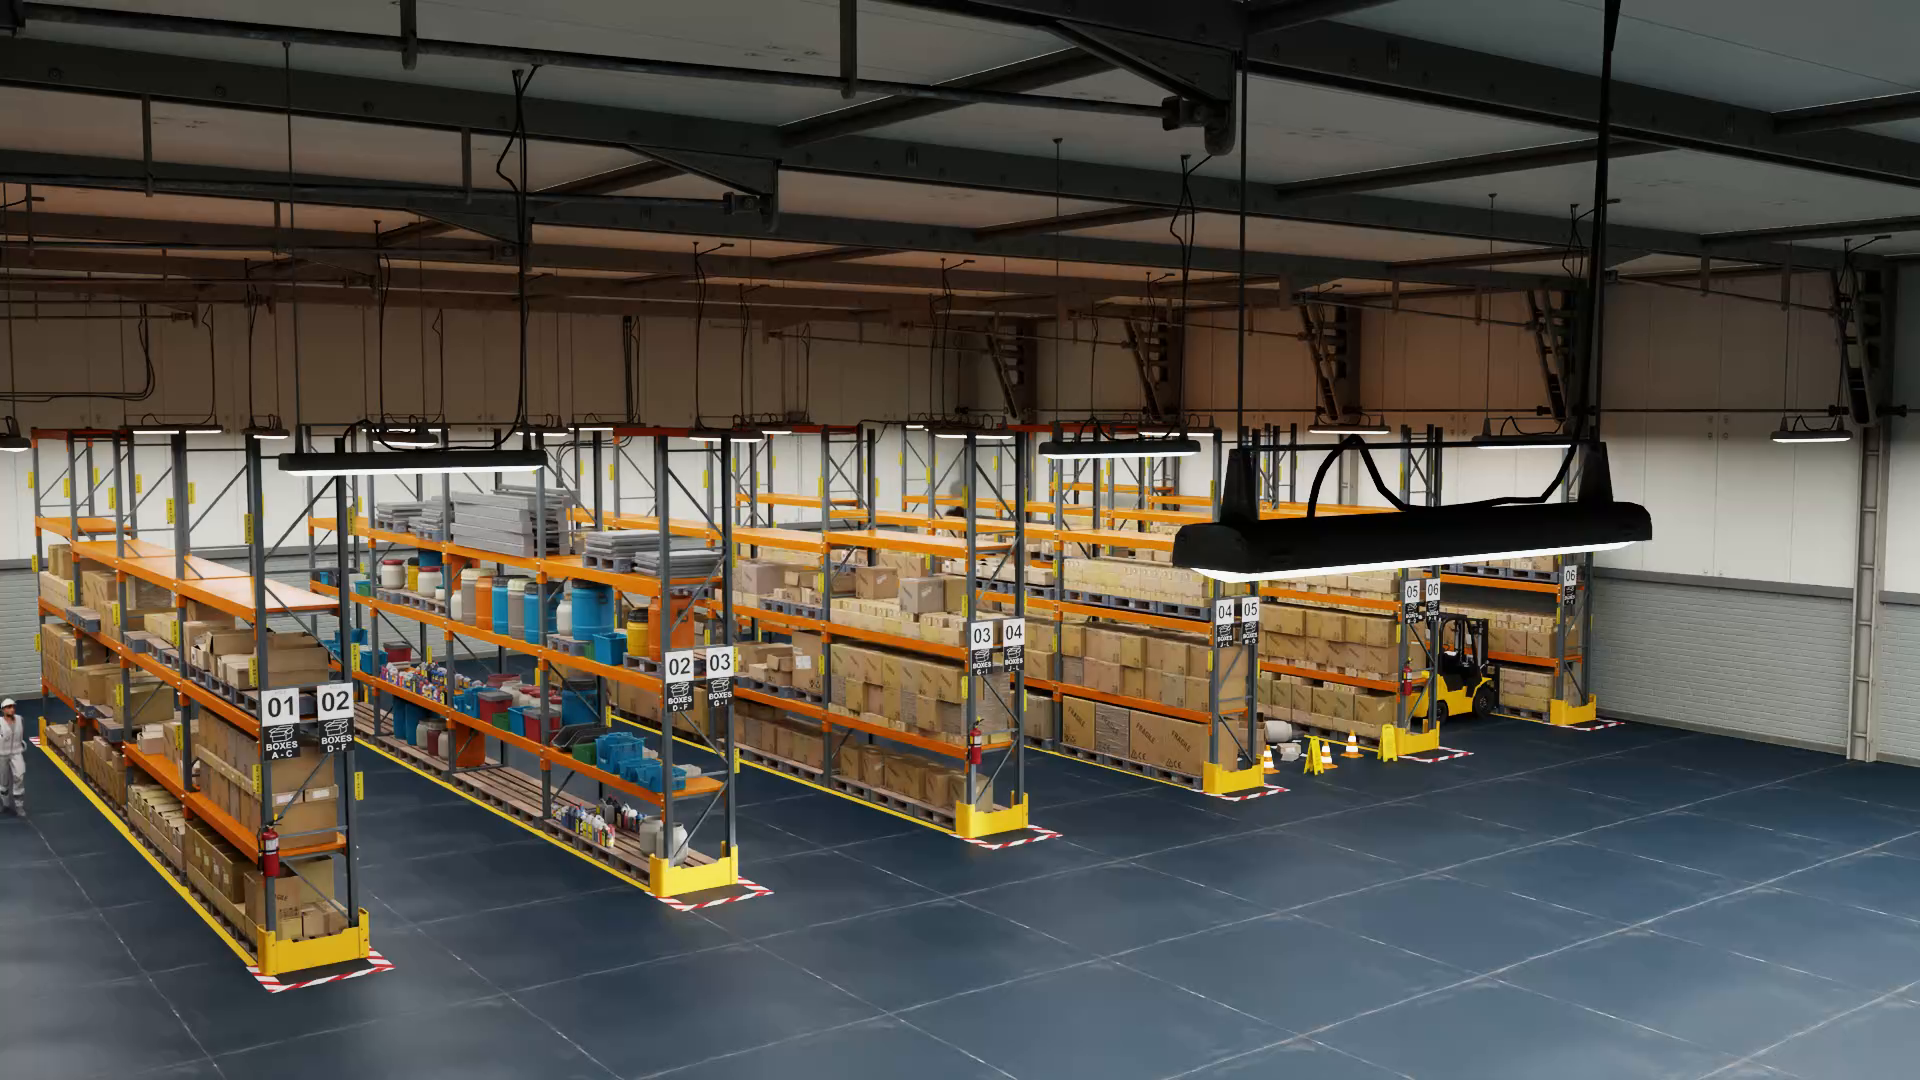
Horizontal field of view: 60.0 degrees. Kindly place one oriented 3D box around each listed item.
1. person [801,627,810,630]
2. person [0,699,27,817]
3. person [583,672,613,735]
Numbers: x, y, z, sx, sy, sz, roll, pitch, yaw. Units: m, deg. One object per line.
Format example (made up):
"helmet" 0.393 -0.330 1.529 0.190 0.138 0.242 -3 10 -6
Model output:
"person" -3.297 2.704 35.806 0.581 1.727 0.726 -4 6 -44
"person" -14.932 3.396 26.048 0.620 1.841 0.832 -4 6 -44
"person" -6.769 3.028 30.907 0.835 1.745 0.712 3 5 35
